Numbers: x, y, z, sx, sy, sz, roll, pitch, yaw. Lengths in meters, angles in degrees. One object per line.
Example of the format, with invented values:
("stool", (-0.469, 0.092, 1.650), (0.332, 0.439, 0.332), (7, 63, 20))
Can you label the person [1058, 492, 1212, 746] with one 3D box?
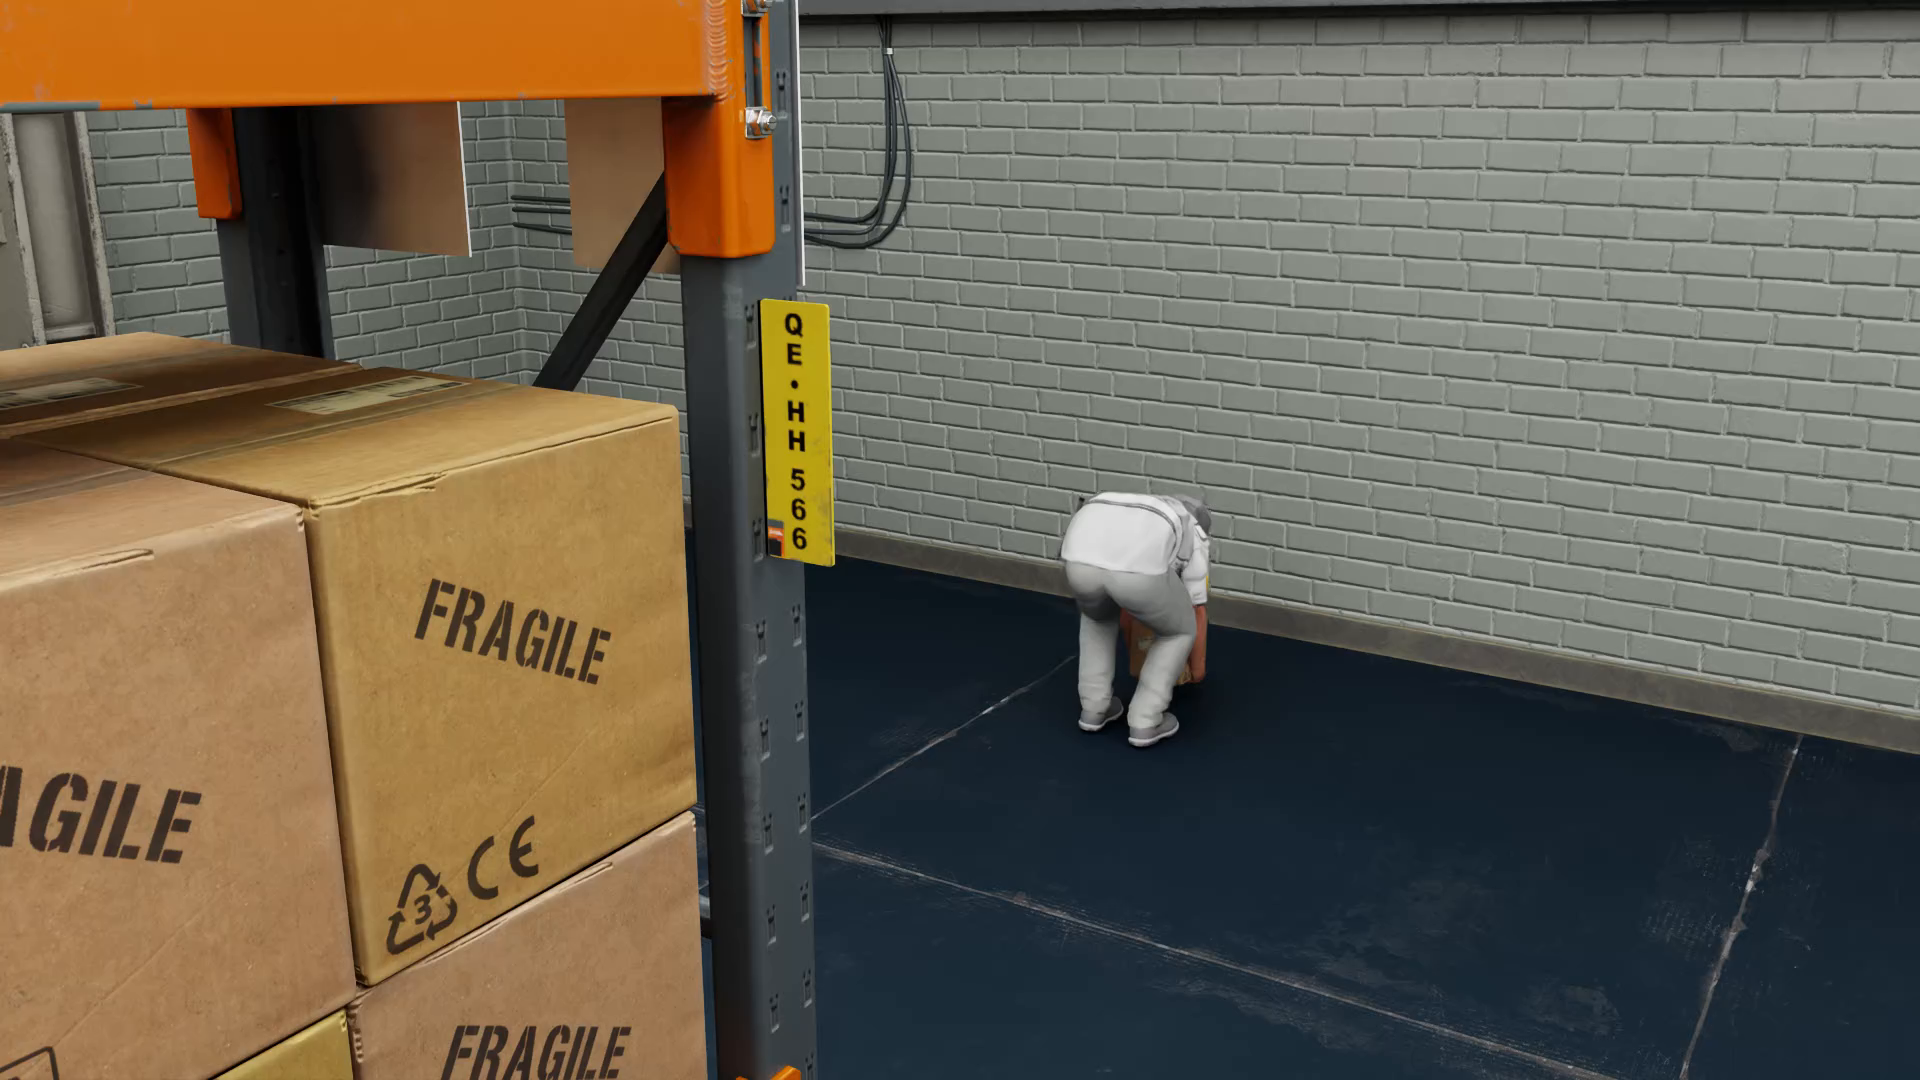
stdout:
("person", (0.778, 0.257, 6.950), (0.516, 1.021, 1.030), (9, 18, 28))
